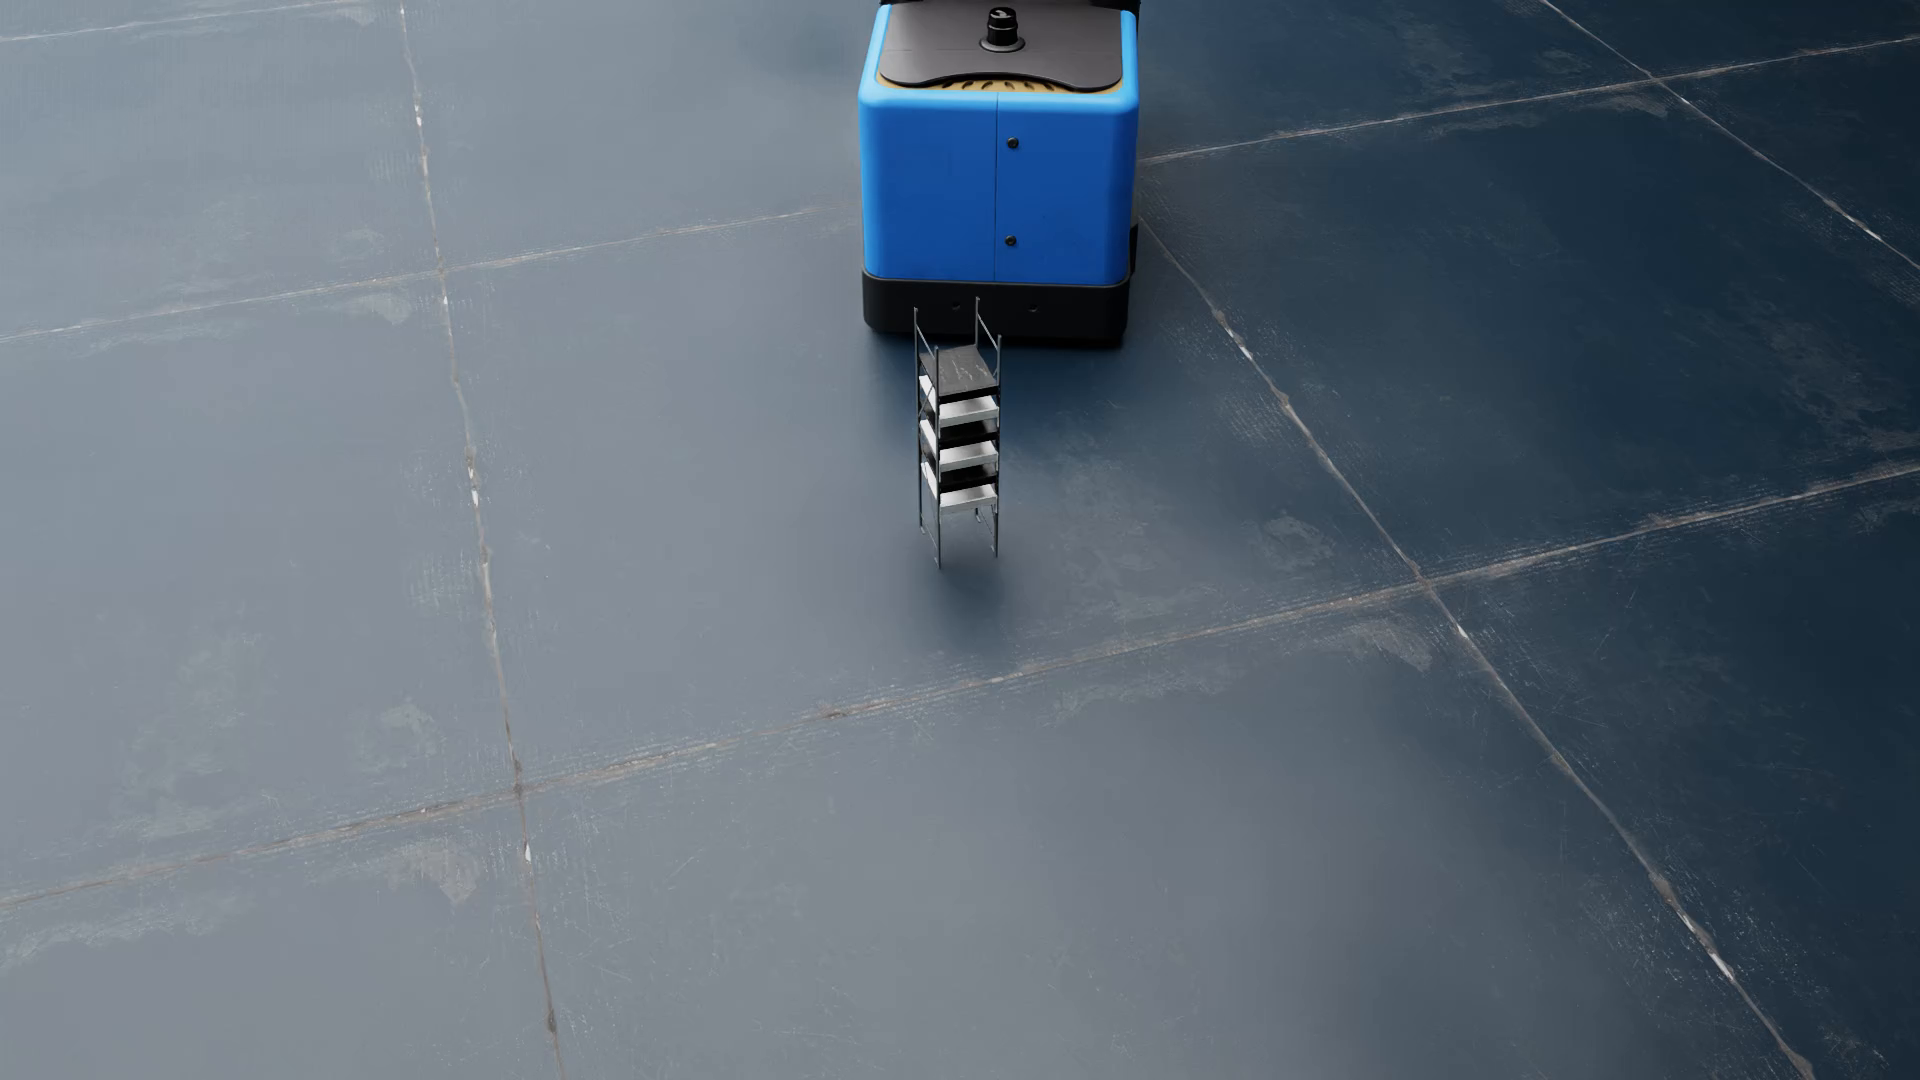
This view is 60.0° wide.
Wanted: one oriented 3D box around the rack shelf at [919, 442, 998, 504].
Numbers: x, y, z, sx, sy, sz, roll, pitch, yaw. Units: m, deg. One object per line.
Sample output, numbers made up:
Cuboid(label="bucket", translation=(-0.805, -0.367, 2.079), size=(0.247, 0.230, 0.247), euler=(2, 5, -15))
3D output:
Cuboid(label="rack shelf", translation=(-0.008, -0.244, 5.533), size=(0.200, 0.077, 0.258), euler=(-12, 42, -13))

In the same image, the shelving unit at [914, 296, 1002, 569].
Cuboid(label="shelving unit", translation=(-0.008, -0.337, 5.452), size=(0.210, 0.900, 0.258), euler=(-12, 42, -13))

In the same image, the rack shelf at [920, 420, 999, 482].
Cuboid(label="rack shelf", translation=(-0.008, -0.312, 5.474), size=(0.200, 0.077, 0.258), euler=(-12, 42, -13))

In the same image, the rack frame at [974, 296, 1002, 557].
Cuboid(label="rack frame", translation=(0.089, -0.357, 5.475), size=(0.006, 0.900, 0.240), euler=(-12, 42, -13))

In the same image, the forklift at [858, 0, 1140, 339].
Cuboid(label="forklift", translation=(0.225, -2.850, 6.785), size=(1.130, 2.935, 3.031), euler=(2, 41, 3))

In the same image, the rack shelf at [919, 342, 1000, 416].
Cuboid(label="rack shelf", translation=(-0.008, -0.516, 5.296), size=(0.200, 0.077, 0.258), euler=(-12, 42, -13))

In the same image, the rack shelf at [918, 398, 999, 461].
Cuboid(label="rack shelf", translation=(-0.008, -0.380, 5.415), size=(0.200, 0.077, 0.258), euler=(-12, 42, -13))

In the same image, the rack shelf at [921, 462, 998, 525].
Cuboid(label="rack shelf", translation=(-0.008, -0.177, 5.592), size=(0.200, 0.077, 0.258), euler=(-12, 42, -13))

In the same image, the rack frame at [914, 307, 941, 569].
Cuboid(label="rack frame", translation=(-0.105, -0.317, 5.429), size=(0.006, 0.900, 0.240), euler=(-12, 42, -13))

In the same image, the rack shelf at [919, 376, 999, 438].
Cuboid(label="rack shelf", translation=(-0.008, -0.448, 5.356), size=(0.200, 0.077, 0.258), euler=(-12, 42, -13))
